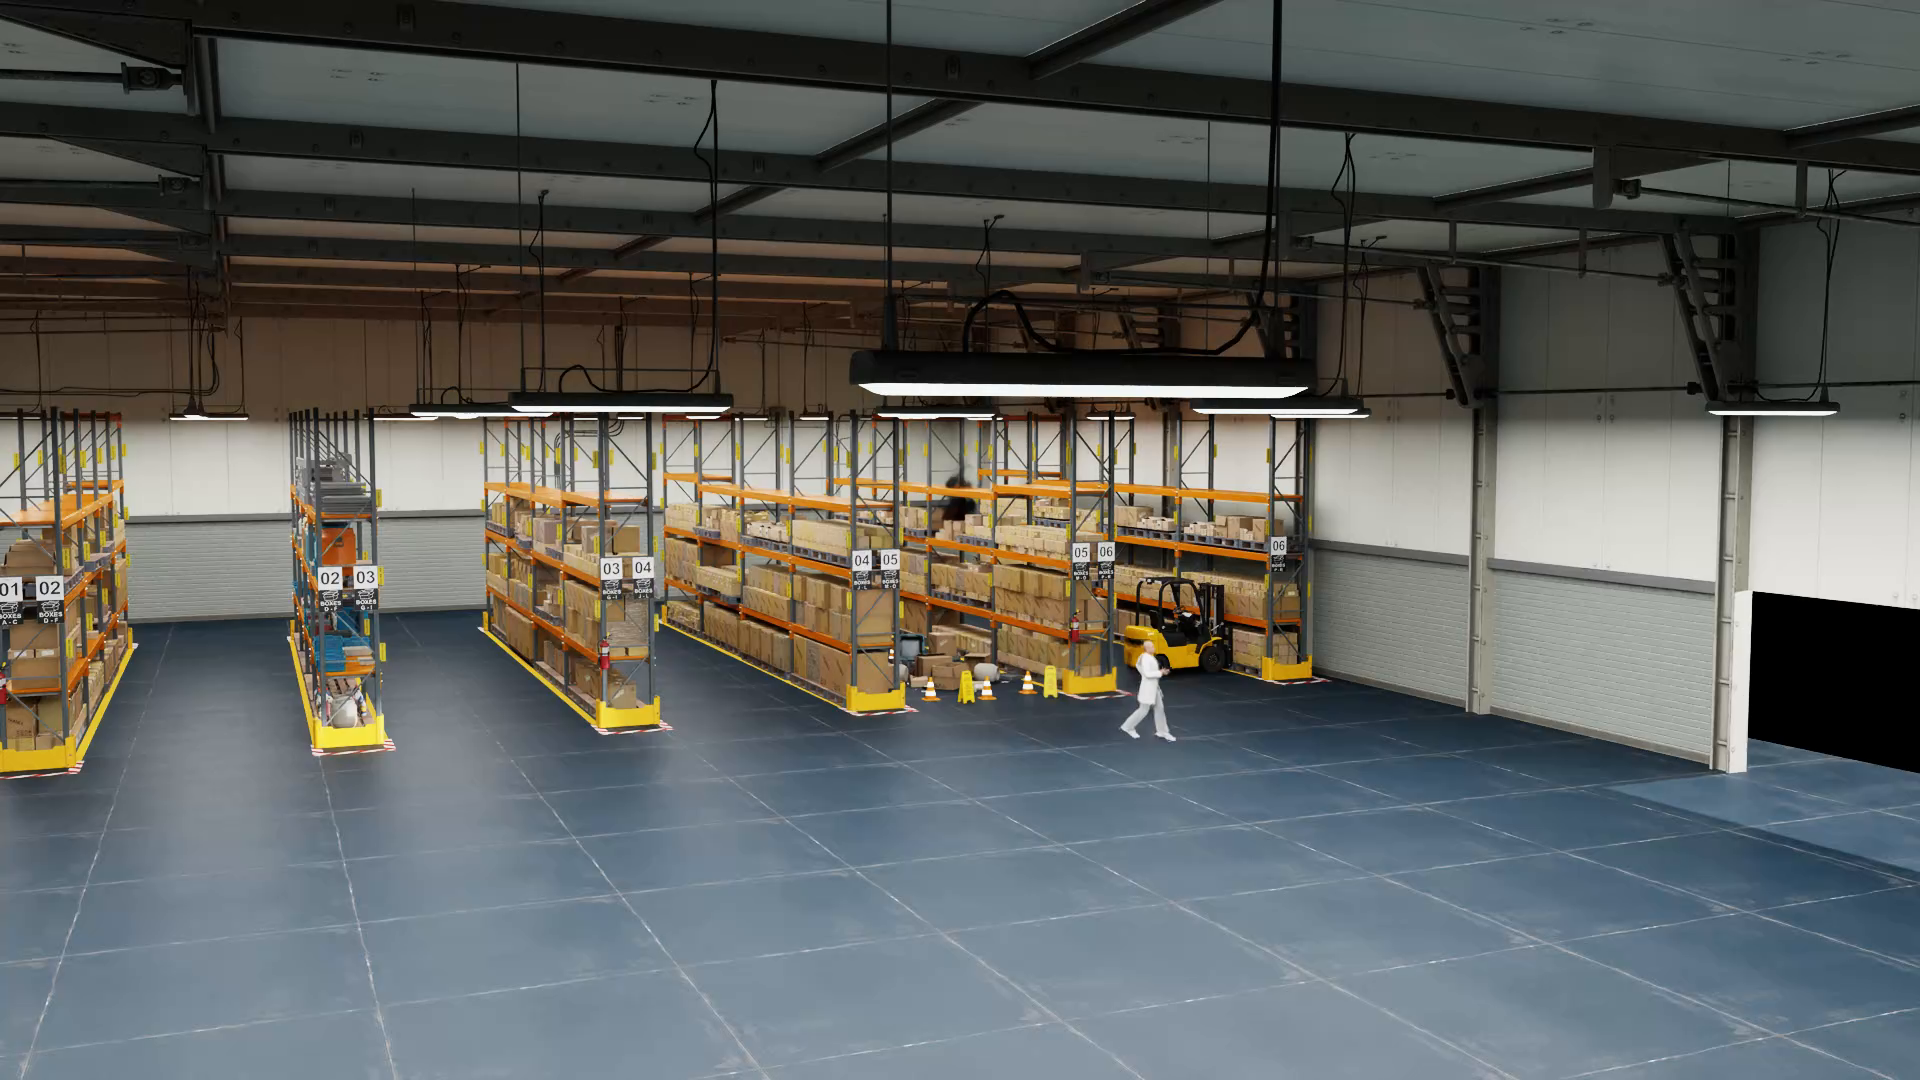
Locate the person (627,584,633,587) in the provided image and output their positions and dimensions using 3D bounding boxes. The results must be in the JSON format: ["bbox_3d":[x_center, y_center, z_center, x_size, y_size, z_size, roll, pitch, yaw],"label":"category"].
[{"bbox_3d":[-9.662,1.543,47.354,0.732,1.722,0.818,1,4,11],"label":"person"}]

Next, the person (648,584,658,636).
[{"bbox_3d":[-8.424,1.728,44.527,0.713,1.746,0.920,-2,4,-23],"label":"person"}]

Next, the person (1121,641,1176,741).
[{"bbox_3d":[3.393,2.713,29.937,0.986,1.808,0.701,1,4,17],"label":"person"}]
